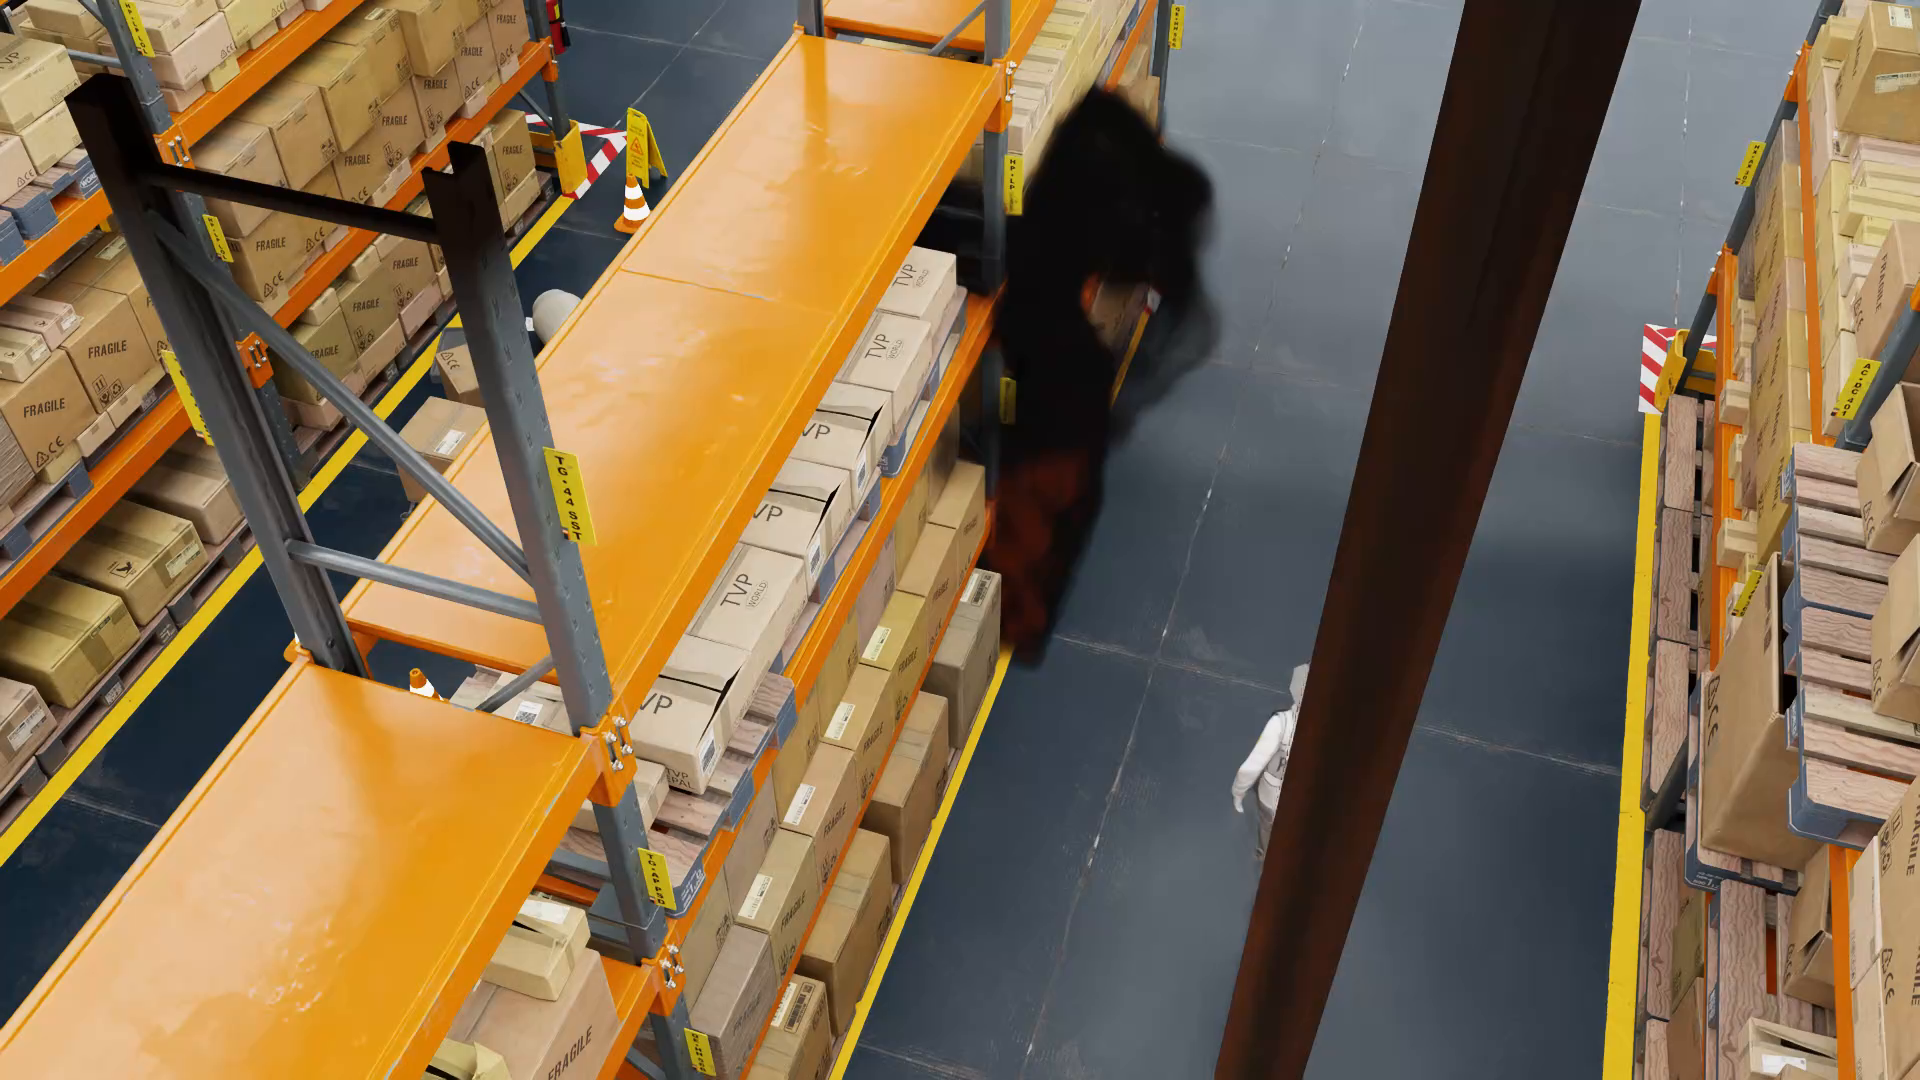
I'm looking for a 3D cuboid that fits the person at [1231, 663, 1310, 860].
[{"bbox_3d":[1.641,1.320,8.308,0.637,1.791,0.788,4,46,3],"label":"person"}]
